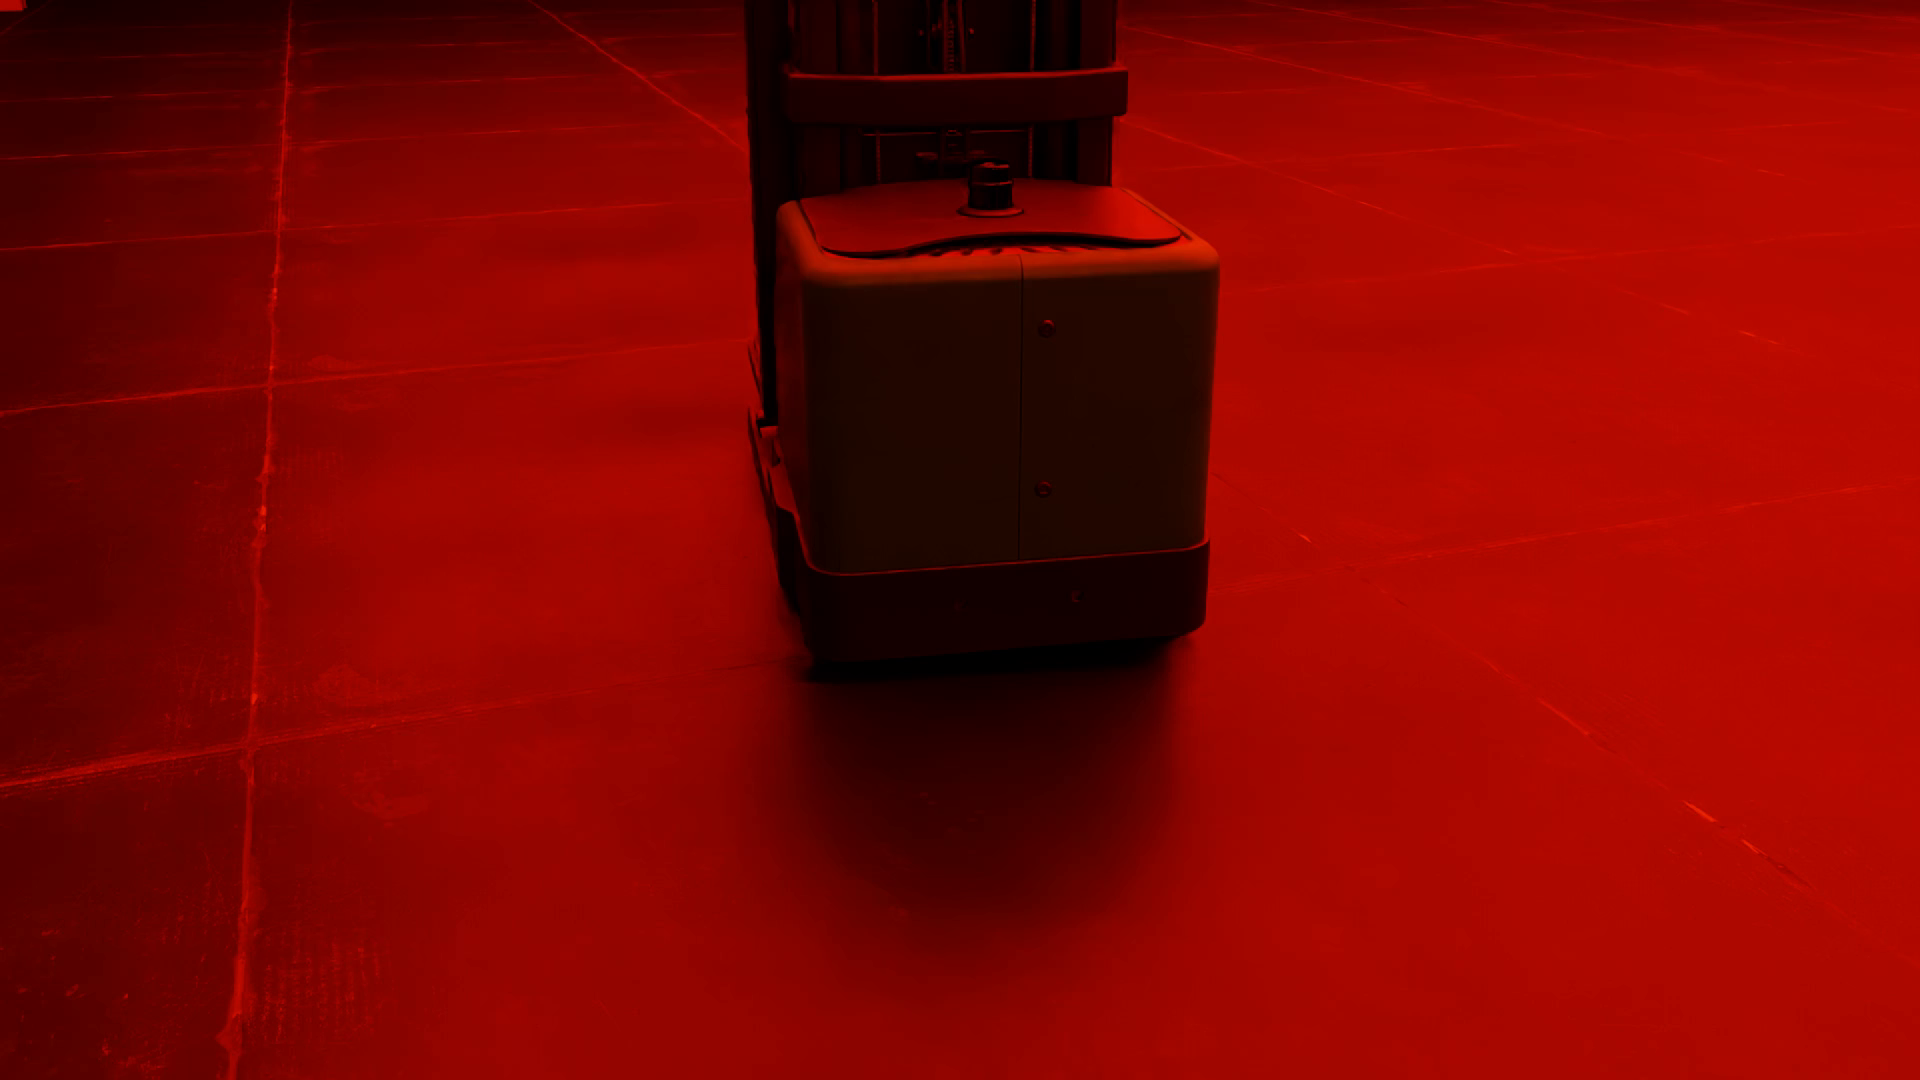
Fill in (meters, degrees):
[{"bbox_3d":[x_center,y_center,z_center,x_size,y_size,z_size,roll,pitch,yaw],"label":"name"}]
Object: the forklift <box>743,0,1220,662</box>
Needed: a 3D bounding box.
[{"bbox_3d":[-0.129,-1.586,5.069,1.130,2.935,3.031,-4,23,-10],"label":"forklift"}]
